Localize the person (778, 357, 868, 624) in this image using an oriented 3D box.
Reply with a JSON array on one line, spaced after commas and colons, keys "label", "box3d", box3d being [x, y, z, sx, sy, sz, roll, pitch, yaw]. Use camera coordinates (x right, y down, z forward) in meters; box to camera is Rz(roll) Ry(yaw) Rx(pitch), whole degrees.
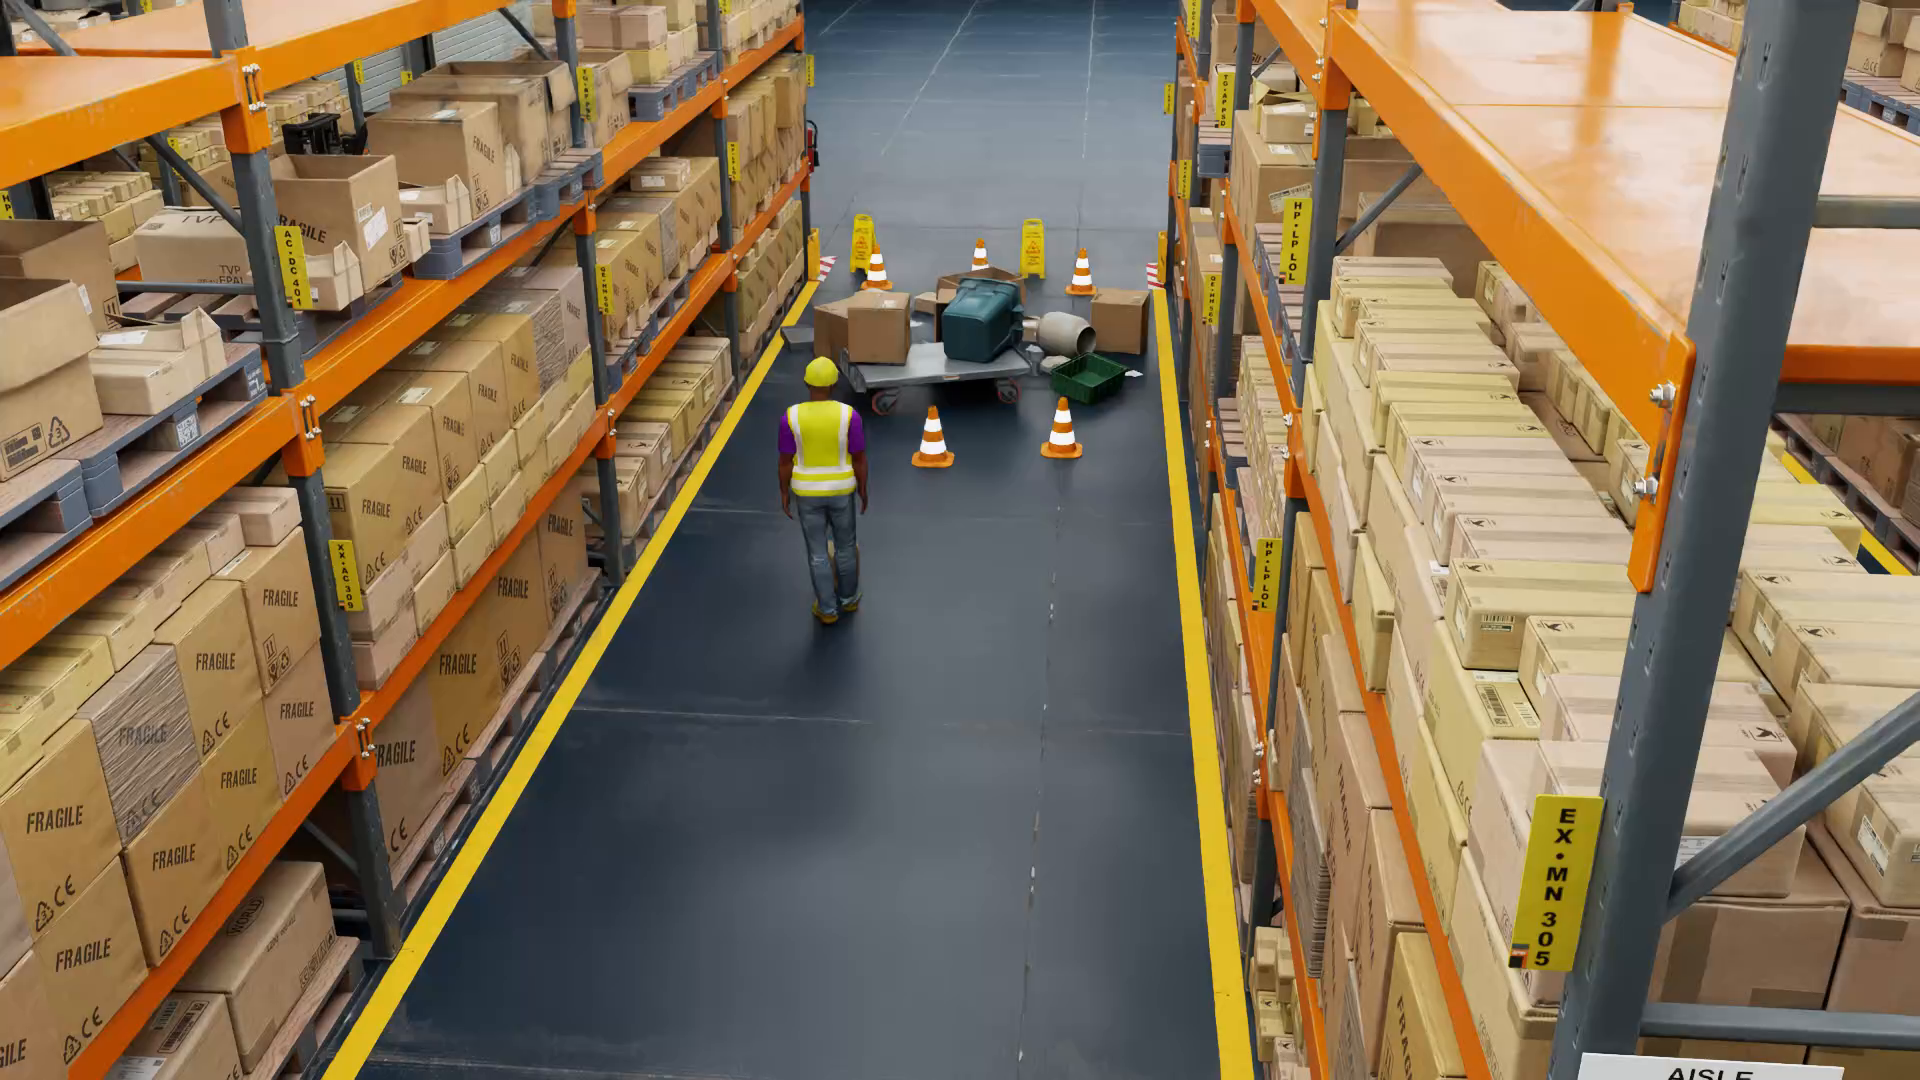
[{"label": "person", "box3d": [-0.880, -0.339, 10.712, 0.570, 1.772, 0.509, -3, 24, -6]}]
